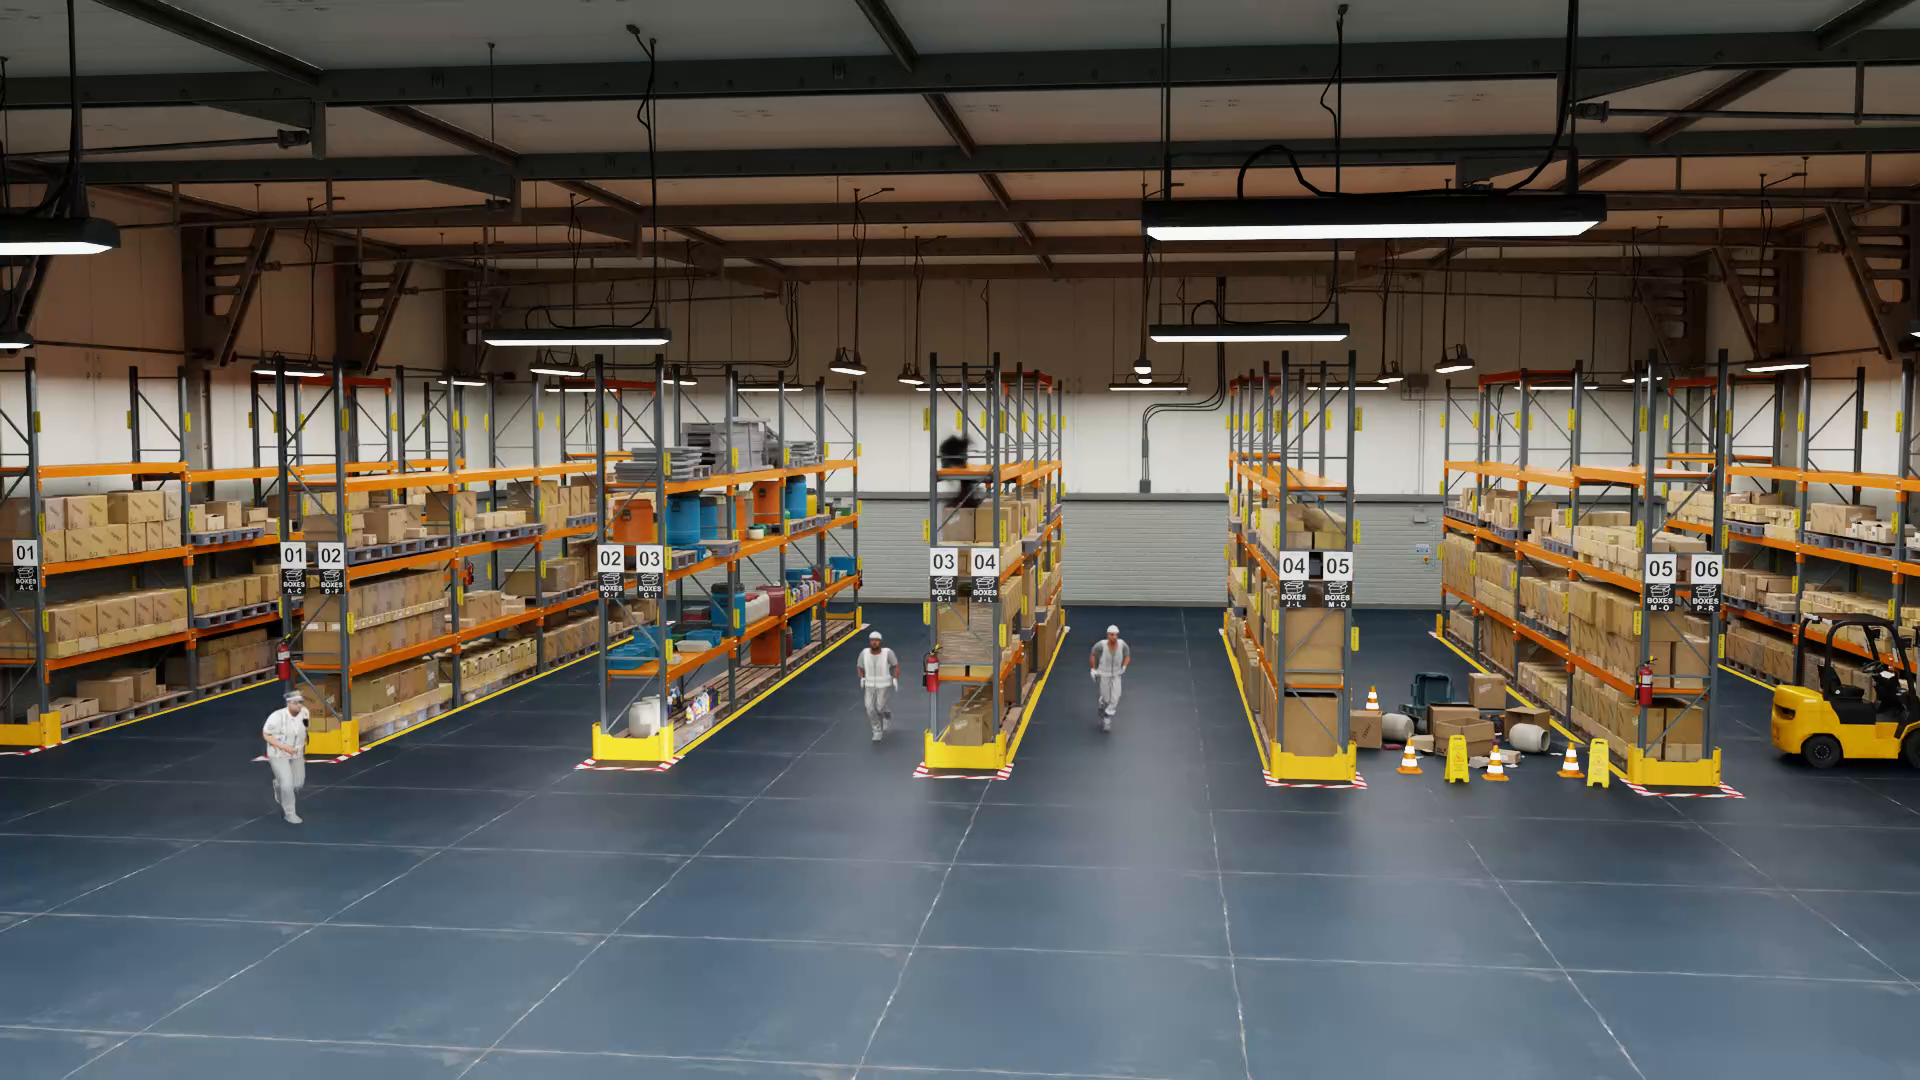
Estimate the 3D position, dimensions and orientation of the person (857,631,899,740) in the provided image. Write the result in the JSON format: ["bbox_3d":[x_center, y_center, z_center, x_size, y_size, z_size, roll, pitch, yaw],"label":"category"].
[{"bbox_3d":[-1.301,2.293,26.140,0.680,1.724,0.646,1,4,10],"label":"person"}]

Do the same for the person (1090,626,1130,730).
[{"bbox_3d":[2.457,2.229,27.200,0.644,1.717,0.720,-1,4,-13],"label":"person"}]

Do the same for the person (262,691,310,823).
[{"bbox_3d":[-8.470,2.704,20.874,0.775,1.706,0.653,4,6,44],"label":"person"}]
